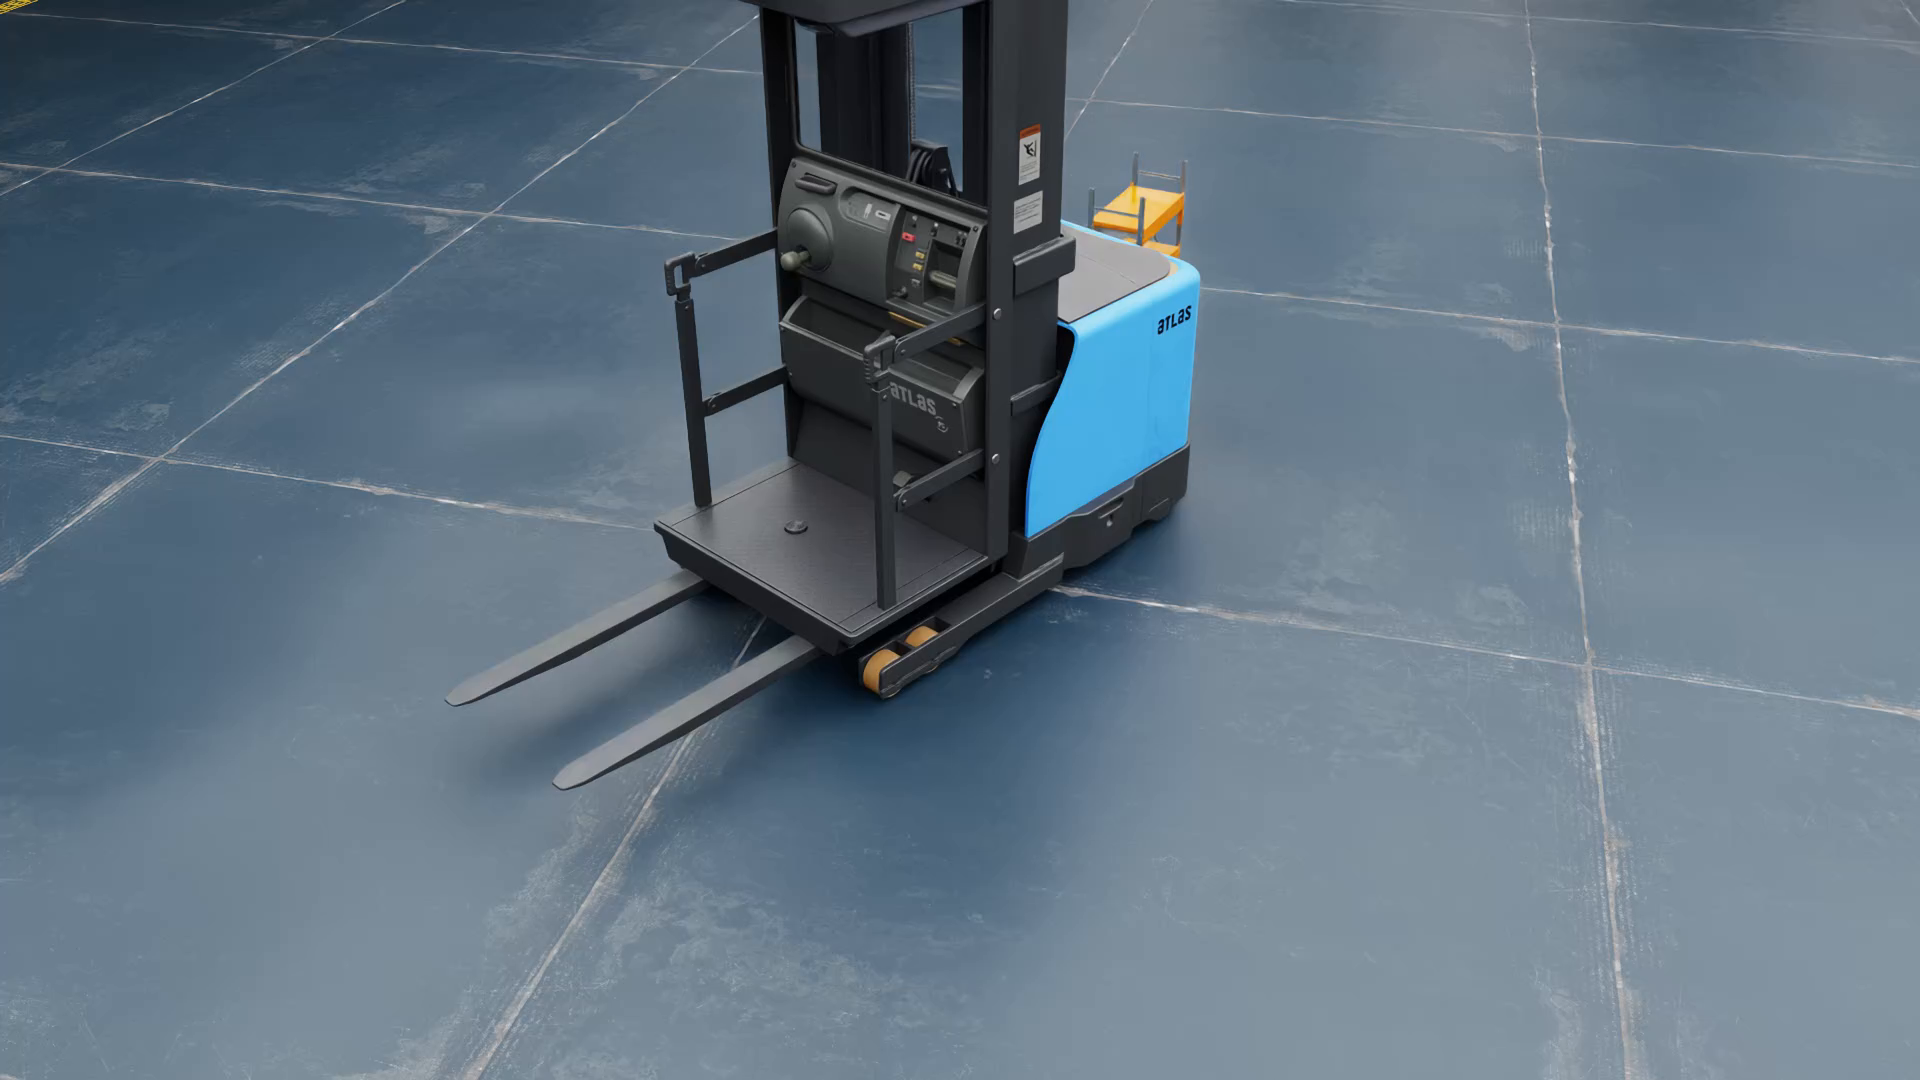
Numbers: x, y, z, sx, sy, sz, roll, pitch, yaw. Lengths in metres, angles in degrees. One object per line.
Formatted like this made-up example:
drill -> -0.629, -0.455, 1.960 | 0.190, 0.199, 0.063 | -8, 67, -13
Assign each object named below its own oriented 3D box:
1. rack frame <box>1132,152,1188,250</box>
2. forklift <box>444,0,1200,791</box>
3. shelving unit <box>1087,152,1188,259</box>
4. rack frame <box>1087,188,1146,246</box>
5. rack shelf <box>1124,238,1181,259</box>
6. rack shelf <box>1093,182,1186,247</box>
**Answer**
rack frame -> 0.850, -1.125, 7.399 | 0.240, 1.200, 0.015 | 15, 35, 22
forklift -> -0.431, -0.992, 5.578 | 1.130, 2.935, 3.031 | 27, 41, 35
shelving unit -> 0.741, -1.009, 7.215 | 0.258, 1.200, 0.503 | 15, 35, 22
rack frame -> 0.631, -0.893, 7.030 | 0.240, 1.200, 0.015 | 15, 35, 22
rack shelf -> 0.742, -1.141, 7.131 | 0.258, 0.148, 0.480 | 15, 35, 22
rack shelf -> 0.743, -1.341, 7.005 | 0.258, 0.148, 0.480 | 15, 35, 22
